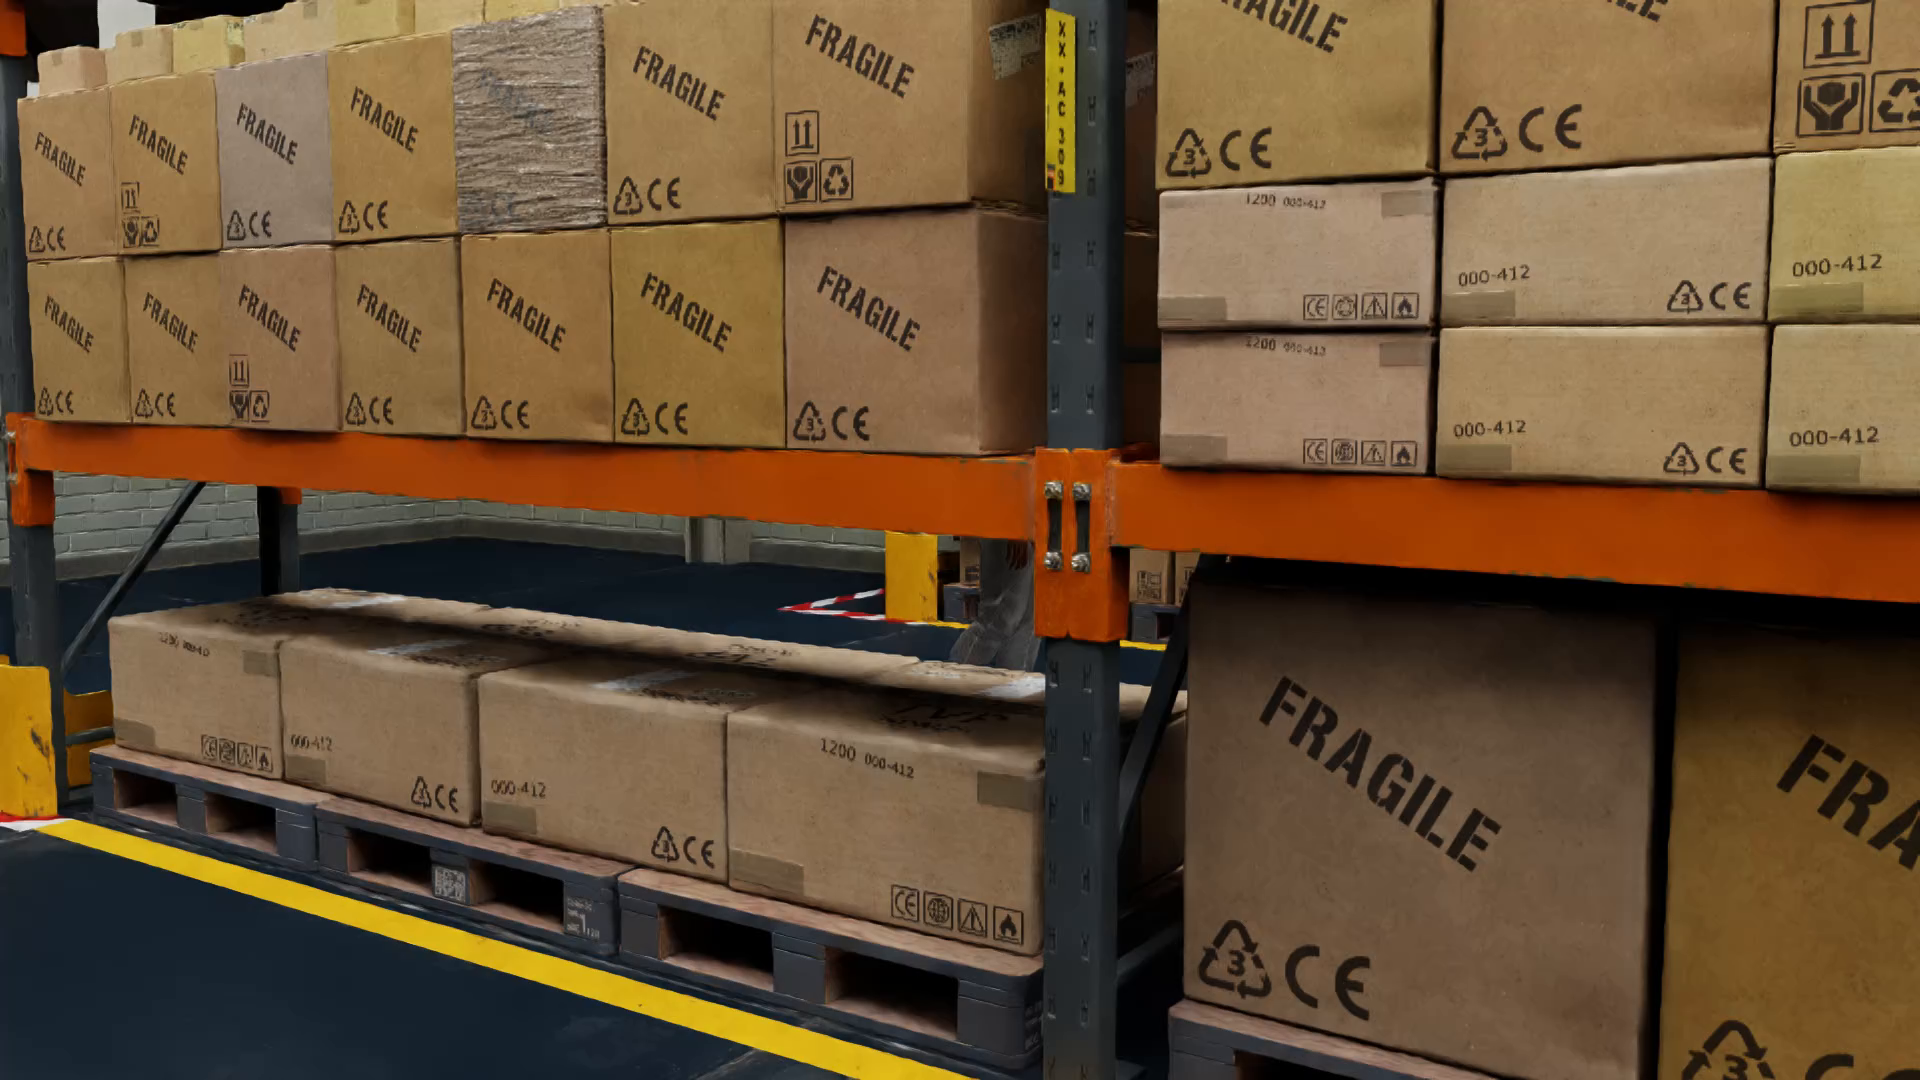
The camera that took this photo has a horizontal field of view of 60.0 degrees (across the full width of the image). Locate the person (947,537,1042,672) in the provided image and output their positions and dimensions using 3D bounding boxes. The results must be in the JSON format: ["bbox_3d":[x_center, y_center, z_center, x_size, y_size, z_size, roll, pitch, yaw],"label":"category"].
[{"bbox_3d":[0.144,-0.078,6.419,0.559,1.754,0.608,0,6,0],"label":"person"}]
